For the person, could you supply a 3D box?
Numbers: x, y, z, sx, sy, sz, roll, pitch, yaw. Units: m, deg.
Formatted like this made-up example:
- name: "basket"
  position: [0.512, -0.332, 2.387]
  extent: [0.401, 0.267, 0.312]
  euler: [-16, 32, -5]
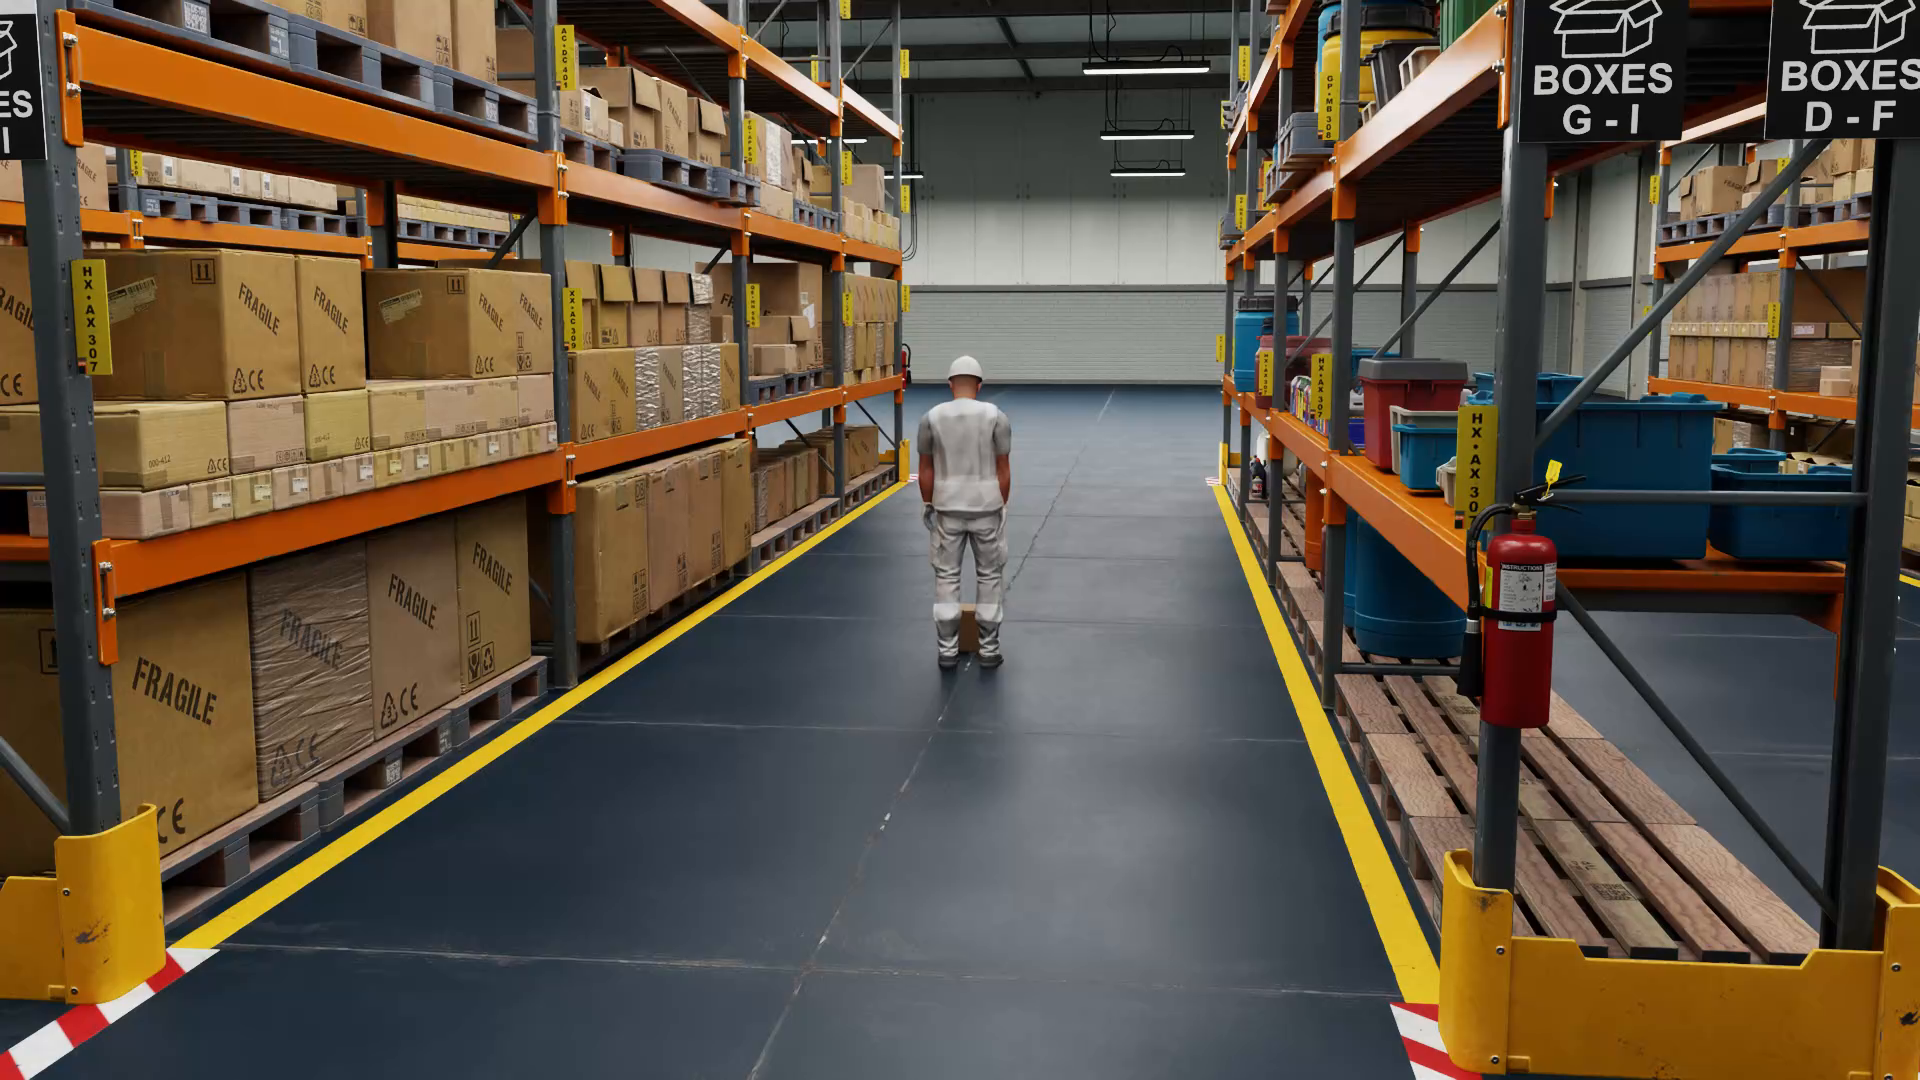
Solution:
- name: "person"
  position: [0.029, -0.161, 9.500]
  extent: [0.533, 1.767, 0.388]
  euler: [1, 8, 7]
